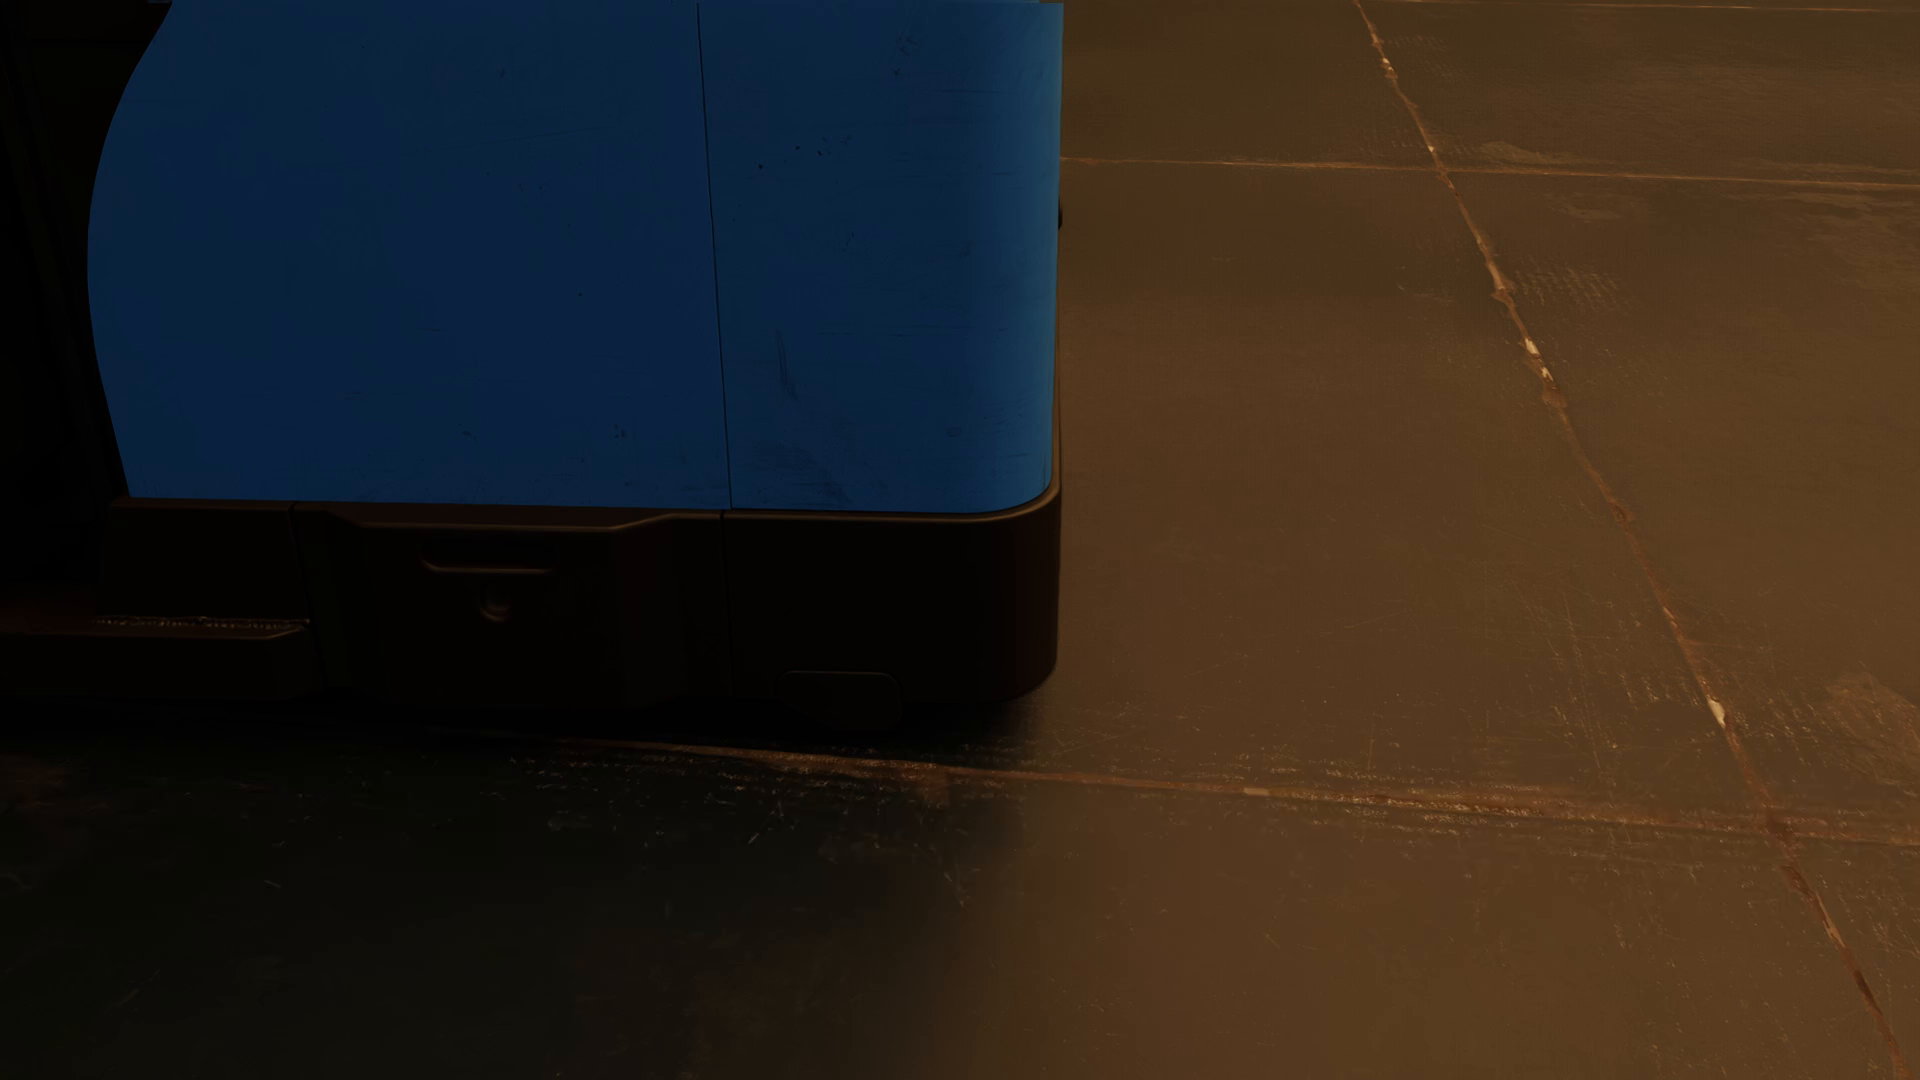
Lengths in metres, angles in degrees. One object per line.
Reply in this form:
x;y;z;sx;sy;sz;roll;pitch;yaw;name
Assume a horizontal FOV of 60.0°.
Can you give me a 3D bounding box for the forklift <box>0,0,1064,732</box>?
-1.376;-1.318;1.859;3.031;2.935;1.130;1;27;2;forklift
